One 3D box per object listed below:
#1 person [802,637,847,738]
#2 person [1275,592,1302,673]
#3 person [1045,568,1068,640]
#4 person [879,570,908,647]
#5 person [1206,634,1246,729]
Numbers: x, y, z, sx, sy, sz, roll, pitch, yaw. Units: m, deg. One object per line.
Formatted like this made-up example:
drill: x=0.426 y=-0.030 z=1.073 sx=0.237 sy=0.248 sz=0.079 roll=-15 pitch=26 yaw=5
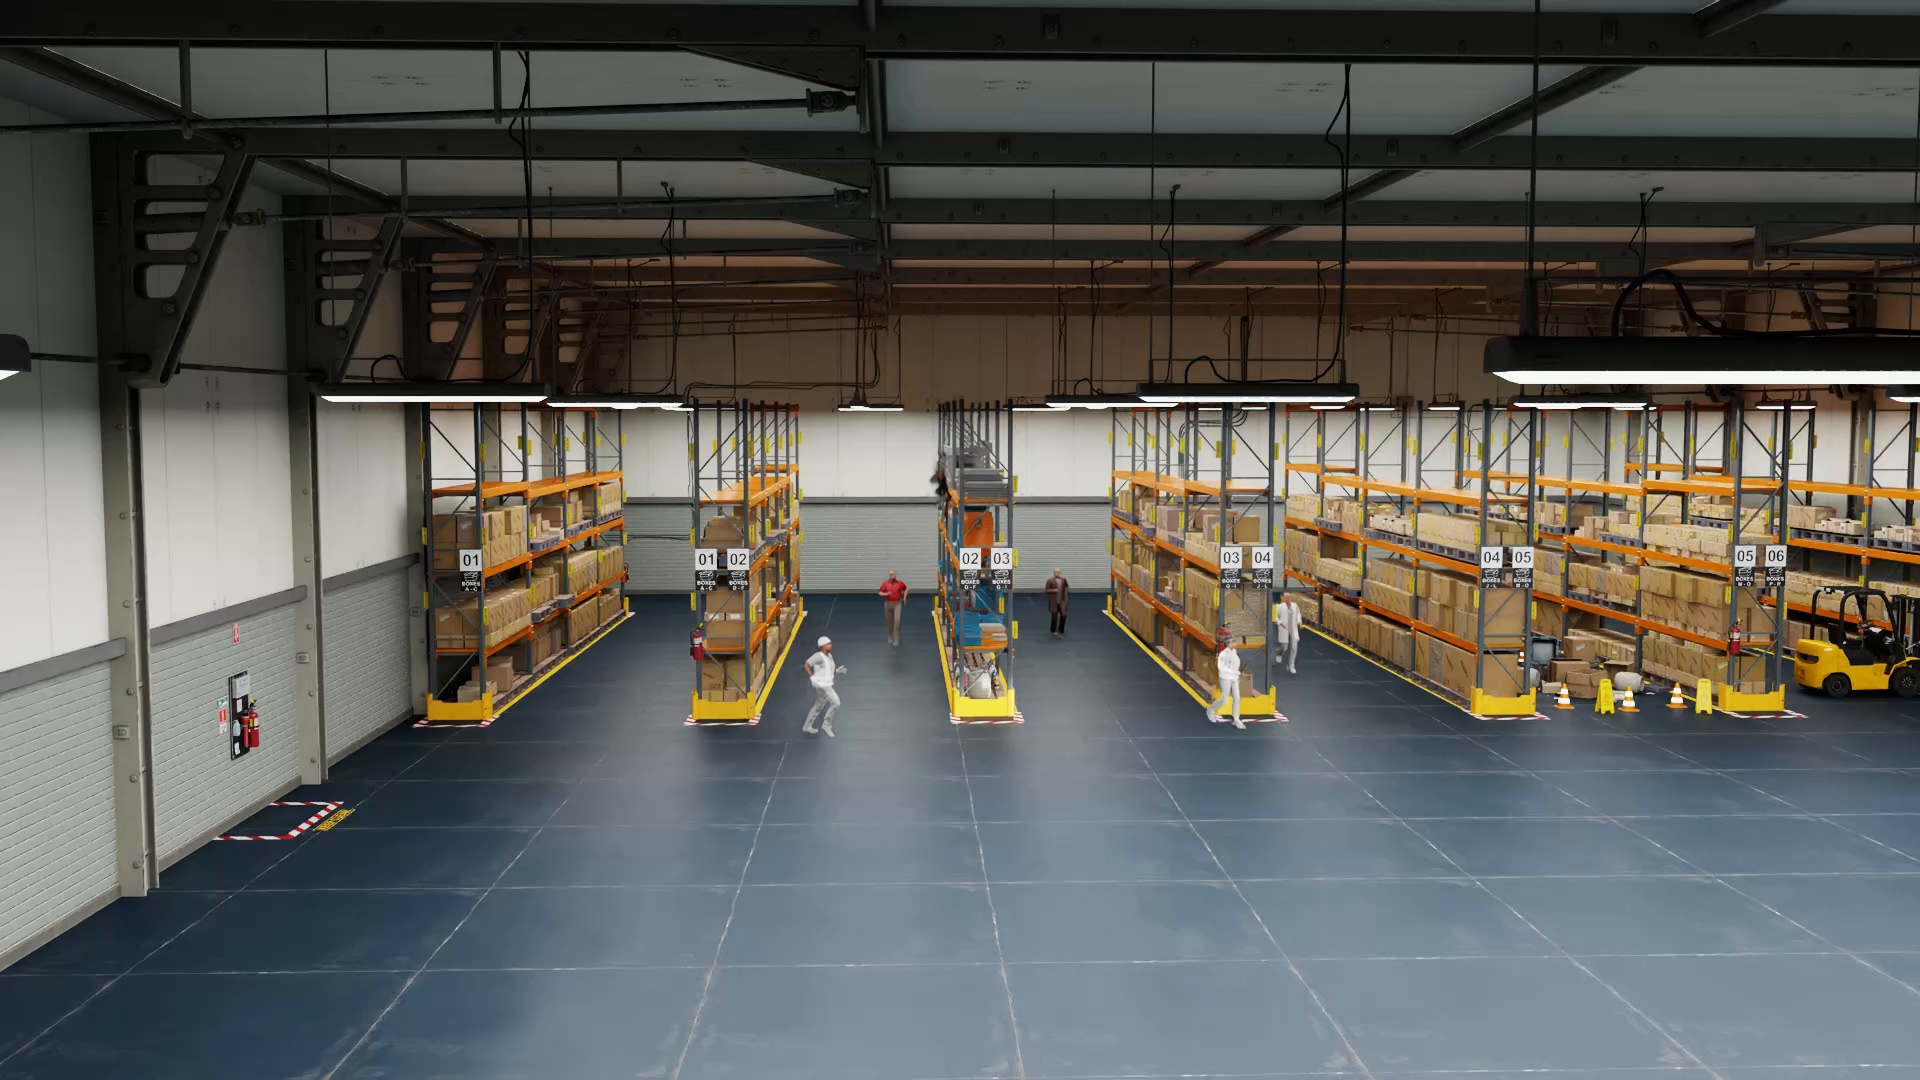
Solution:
person: x=-2.410 y=2.603 z=29.384 sx=0.803 sy=1.789 sz=0.697 roll=1 pitch=4 yaw=10
person: x=7.317 y=2.088 z=37.133 sx=0.724 sy=1.682 sz=0.956 roll=-1 pitch=4 yaw=-8
person: x=2.487 y=1.628 z=42.314 sx=0.685 sy=1.826 sz=0.776 roll=-1 pitch=4 yaw=-11
person: x=-1.574 y=1.593 z=39.061 sx=0.657 sy=1.770 sz=0.900 roll=0 pitch=4 yaw=2
person: x=4.901 y=2.571 z=30.471 sx=0.638 sy=1.709 sz=0.818 roll=-4 pitch=6 yaw=-44
